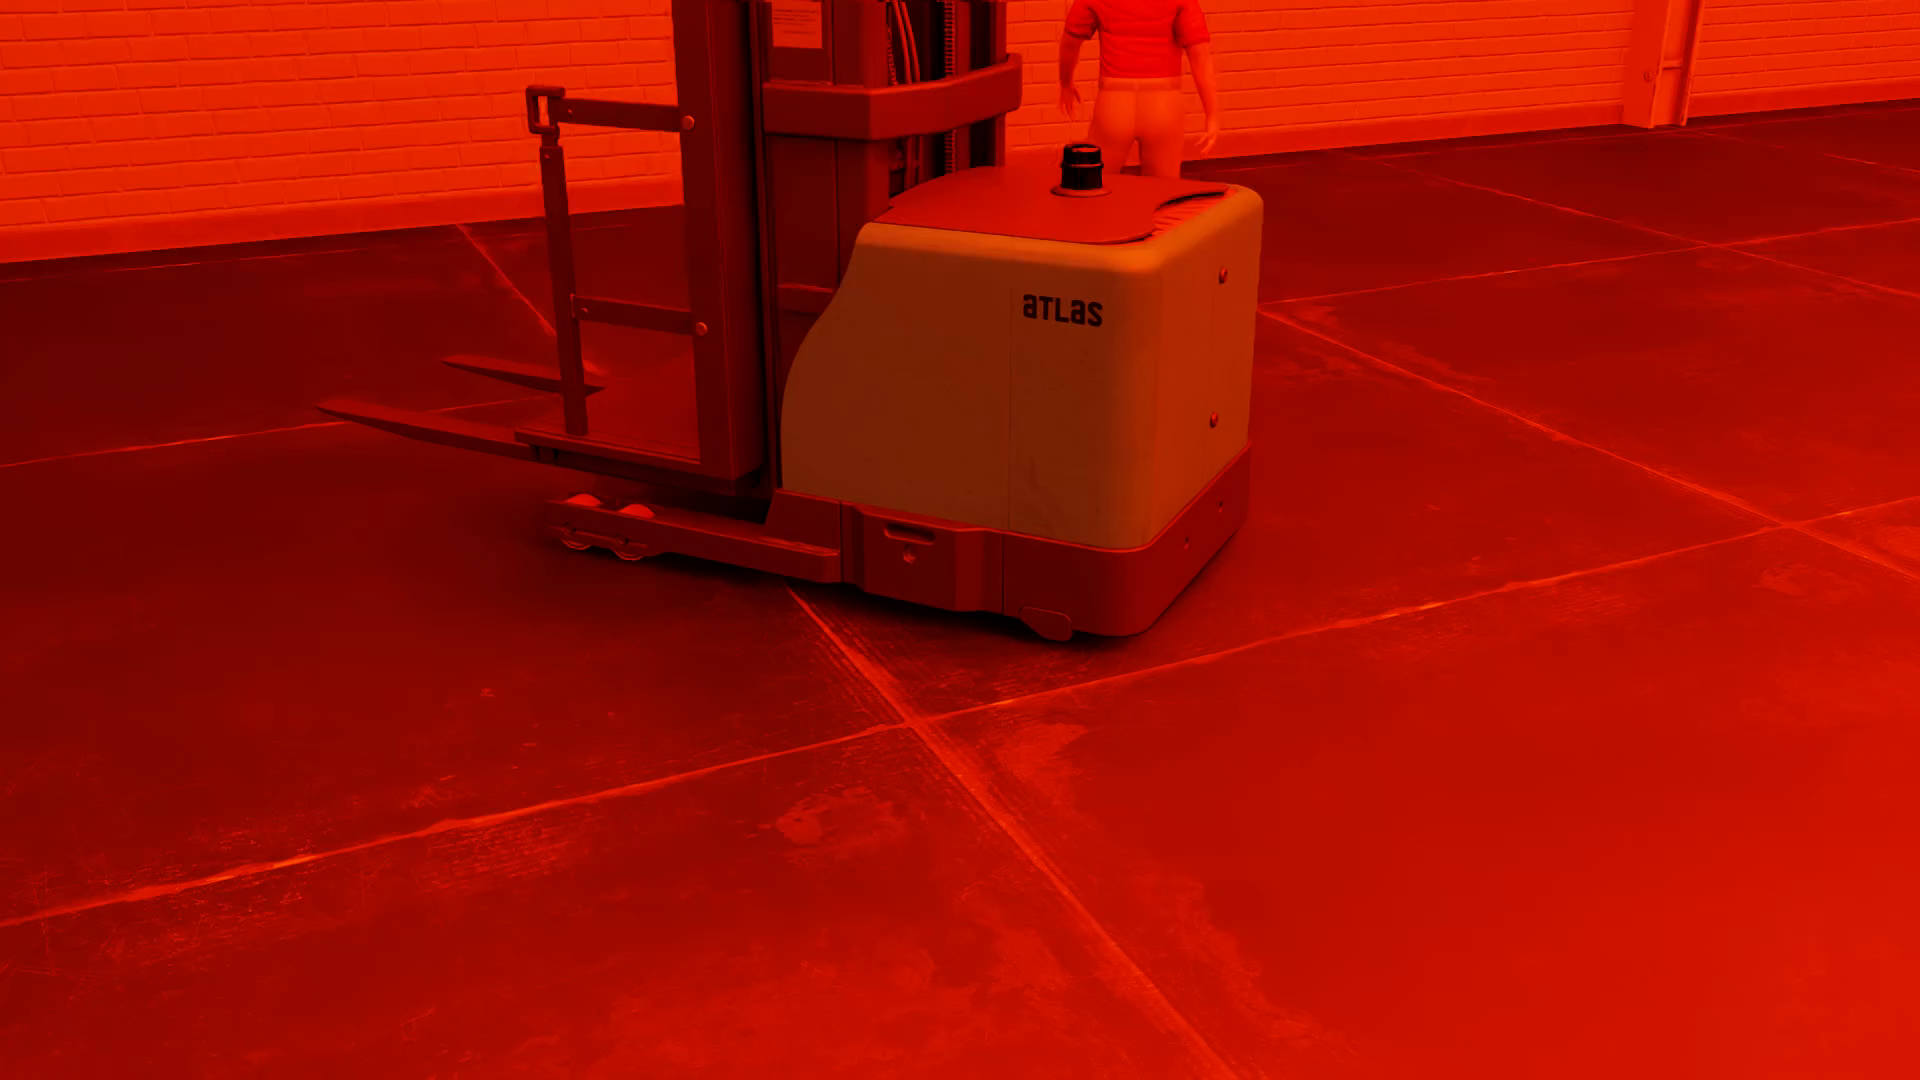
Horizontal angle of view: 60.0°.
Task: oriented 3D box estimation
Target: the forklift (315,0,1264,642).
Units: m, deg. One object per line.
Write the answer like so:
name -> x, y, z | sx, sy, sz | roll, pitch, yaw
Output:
forklift -> -0.676, -1.459, 4.799 | 3.031, 2.935, 1.130 | 11, 25, 24

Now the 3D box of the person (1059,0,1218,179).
person -> 0.793, -1.915, 7.495 | 0.760, 1.709, 0.533 | 5, 23, 11
